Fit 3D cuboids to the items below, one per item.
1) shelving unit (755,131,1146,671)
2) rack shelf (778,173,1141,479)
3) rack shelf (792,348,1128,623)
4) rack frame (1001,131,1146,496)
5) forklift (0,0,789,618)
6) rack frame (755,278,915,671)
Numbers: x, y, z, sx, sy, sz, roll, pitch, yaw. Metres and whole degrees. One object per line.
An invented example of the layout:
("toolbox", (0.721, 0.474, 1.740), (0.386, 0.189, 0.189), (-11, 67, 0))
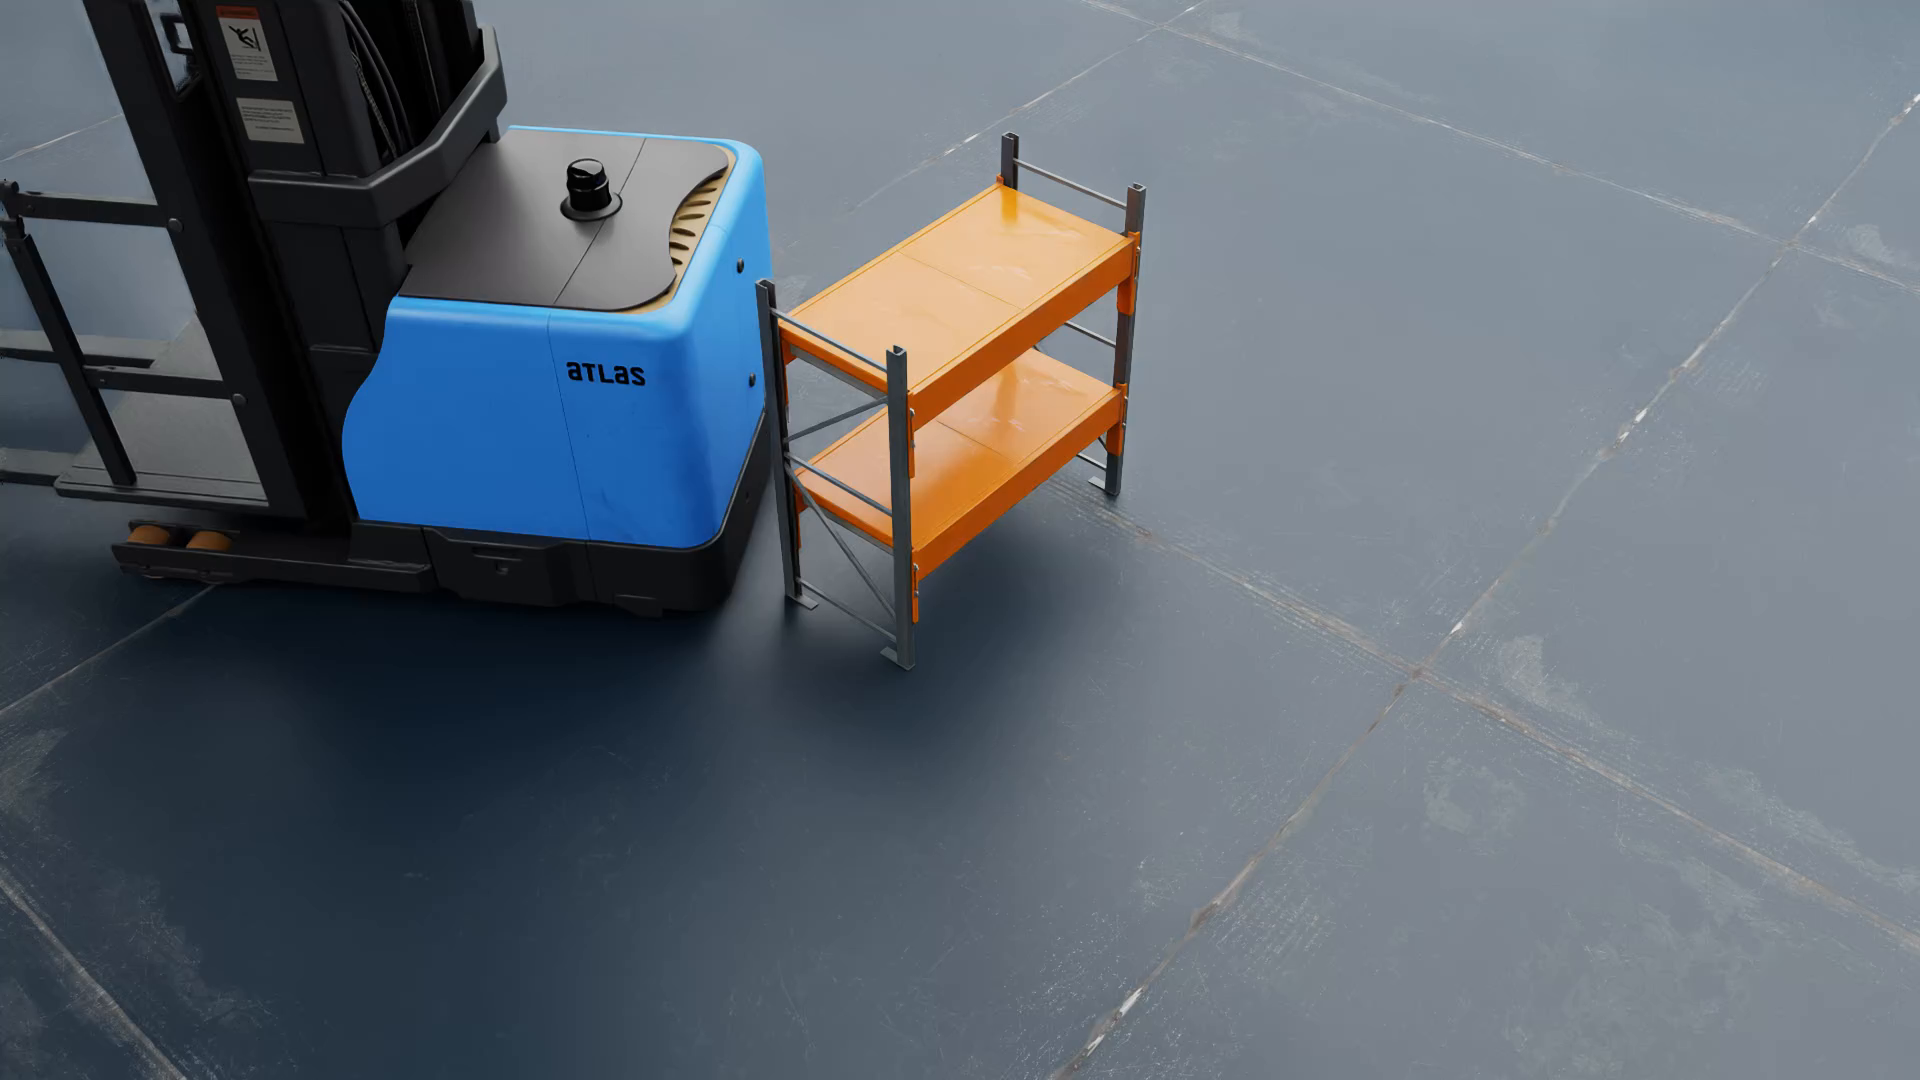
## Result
("shelving unit", (-0.004, -0.413, 4.868), (0.538, 1.125, 1.048), (29, 50, 28))
("rack shelf", (-0.004, -0.629, 4.671), (0.538, 0.278, 1.000), (29, 50, 28))
("rack shelf", (-0.004, -0.232, 5.032), (0.538, 0.278, 1.000), (29, 50, 28))
("rack frame", (0.323, -0.674, 5.156), (0.500, 1.125, 0.032), (29, 50, 28))
("forklift", (-2.133, -1.295, 4.496), (3.031, 2.935, 1.130), (5, 43, 6))
("rack frame", (-0.331, -0.151, 4.580), (0.500, 1.125, 0.032), (29, 50, 28))
